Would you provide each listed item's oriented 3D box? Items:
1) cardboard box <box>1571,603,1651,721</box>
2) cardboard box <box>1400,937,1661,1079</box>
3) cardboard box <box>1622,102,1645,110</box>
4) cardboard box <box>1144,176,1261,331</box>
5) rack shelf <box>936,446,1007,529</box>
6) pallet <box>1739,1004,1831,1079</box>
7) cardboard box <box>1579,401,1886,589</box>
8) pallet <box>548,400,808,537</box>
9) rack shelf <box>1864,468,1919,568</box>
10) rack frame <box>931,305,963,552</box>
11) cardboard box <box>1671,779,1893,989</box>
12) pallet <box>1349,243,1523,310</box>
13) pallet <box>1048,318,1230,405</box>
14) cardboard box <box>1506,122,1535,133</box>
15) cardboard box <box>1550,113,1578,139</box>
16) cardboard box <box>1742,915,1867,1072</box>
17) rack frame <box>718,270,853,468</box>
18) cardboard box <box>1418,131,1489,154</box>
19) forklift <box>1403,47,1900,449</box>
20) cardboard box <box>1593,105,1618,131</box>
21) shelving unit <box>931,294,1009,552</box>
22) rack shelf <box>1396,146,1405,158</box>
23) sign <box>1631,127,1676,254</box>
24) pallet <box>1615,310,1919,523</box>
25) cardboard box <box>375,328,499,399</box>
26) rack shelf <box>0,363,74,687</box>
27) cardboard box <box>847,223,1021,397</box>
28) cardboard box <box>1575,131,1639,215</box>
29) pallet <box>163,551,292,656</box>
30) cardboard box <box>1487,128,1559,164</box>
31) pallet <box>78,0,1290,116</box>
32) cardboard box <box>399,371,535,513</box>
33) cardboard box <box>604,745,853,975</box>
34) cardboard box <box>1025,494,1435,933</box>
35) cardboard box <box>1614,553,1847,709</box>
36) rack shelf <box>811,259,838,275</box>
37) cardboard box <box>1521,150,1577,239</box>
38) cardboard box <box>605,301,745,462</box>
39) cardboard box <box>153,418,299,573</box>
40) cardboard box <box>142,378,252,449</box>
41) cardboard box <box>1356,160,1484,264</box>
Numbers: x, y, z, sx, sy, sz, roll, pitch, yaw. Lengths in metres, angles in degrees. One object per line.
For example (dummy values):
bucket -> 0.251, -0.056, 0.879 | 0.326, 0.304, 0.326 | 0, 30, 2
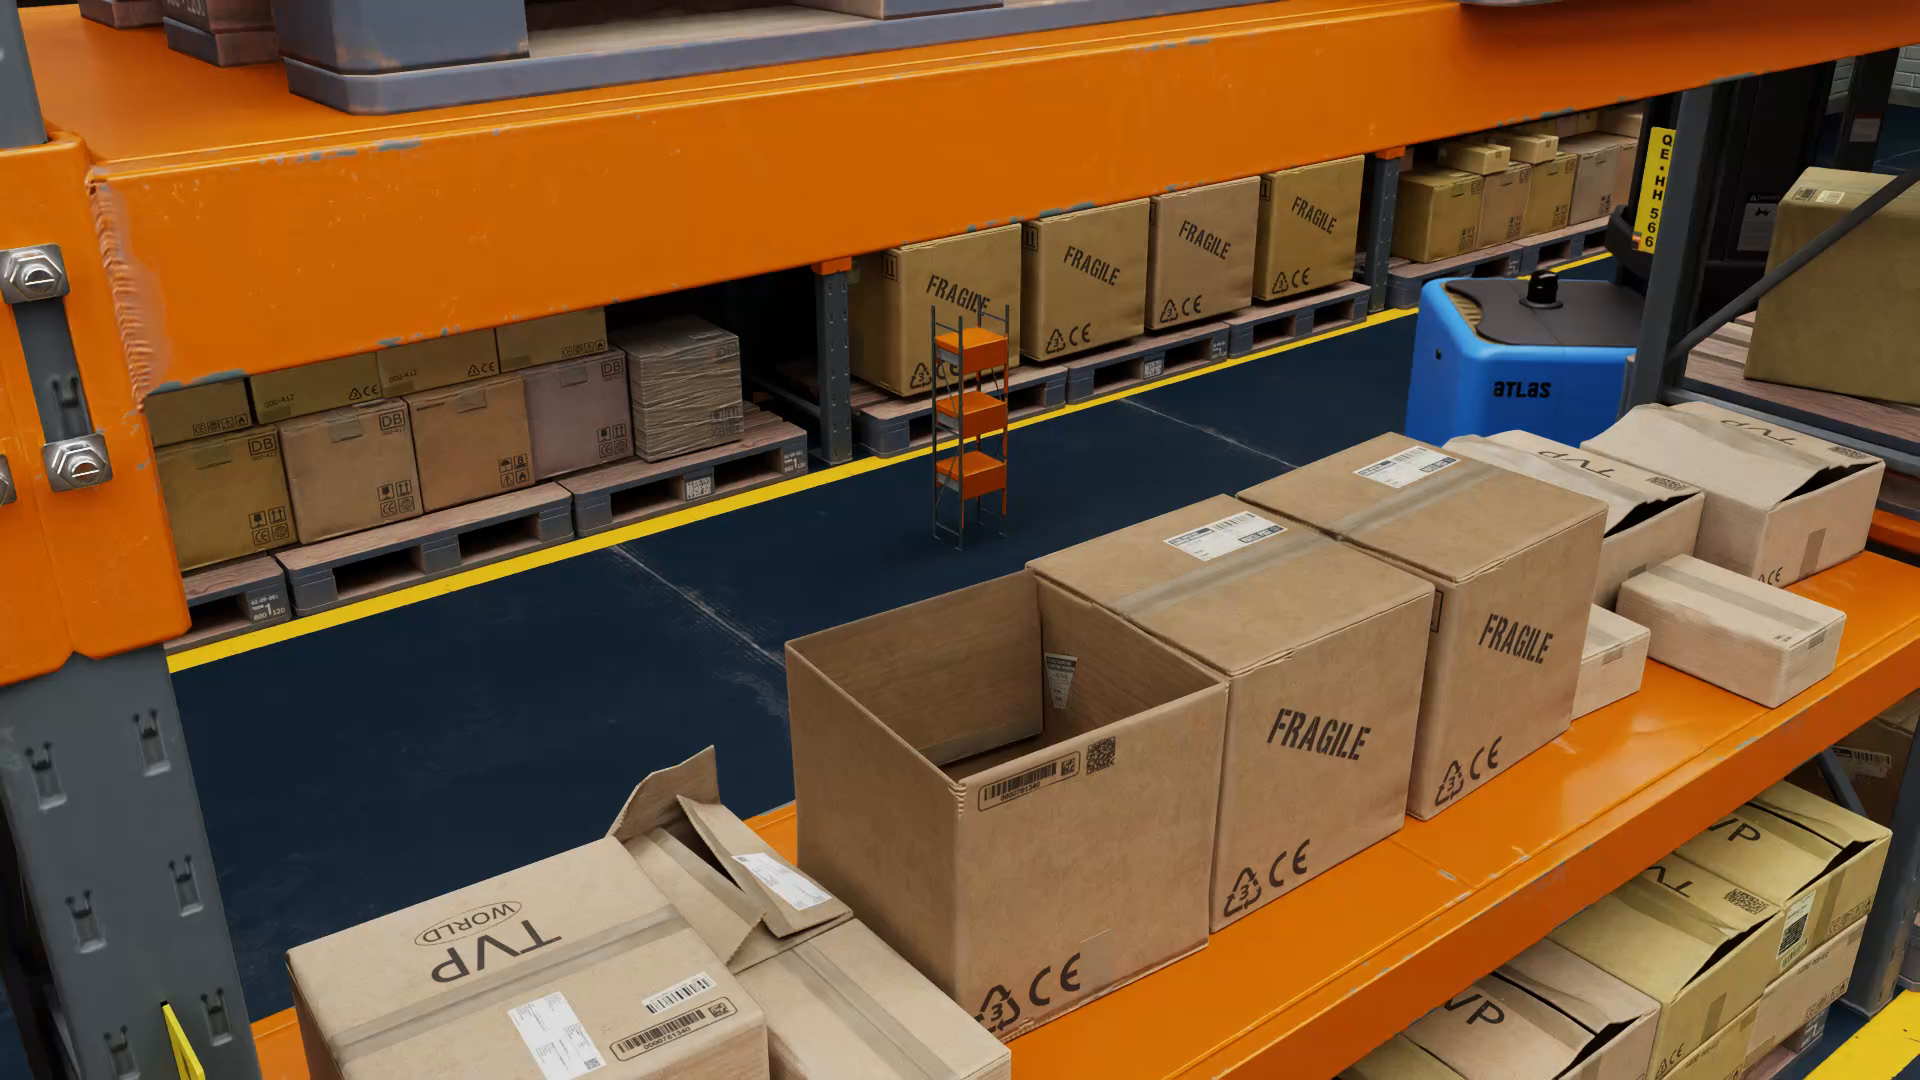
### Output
cardboard box -> 1.215, 0.213, 3.526 | 0.250, 0.149, 0.380 | -16, 29, -30
cardboard box -> 1.120, 1.037, 3.554 | 0.500, 0.311, 0.500 | -18, 31, -34
cardboard box -> 4.942, -3.011, 11.875 | 0.250, 0.149, 0.380 | -19, 31, -35
cardboard box -> 1.143, -1.701, 9.408 | 0.750, 0.750, 0.750 | -17, 30, -33
rack shelf -> 0.042, -0.228, 7.180 | 0.240, 0.259, 0.215 | -18, 31, -34
pallet -> 1.512, 1.215, 4.381 | 1.213, 0.211, 1.003 | -18, 31, -34
cardboard box -> 1.871, -0.130, 4.073 | 0.500, 0.311, 0.500 | -16, 29, -31
pallet -> -1.492, -0.423, 7.911 | 1.213, 0.211, 1.003 | -18, 31, -34
rack shelf -> 3.758, -0.444, 5.498 | 4.000, 0.370, 1.077 | -18, 31, -34
rack frame -> -0.054, -0.458, 6.991 | 0.008, 1.050, 0.200 | -18, 31, -34
cardboard box -> 1.924, 0.769, 4.130 | 0.500, 0.311, 0.500 | -17, 30, -33
pallet -> 2.918, -1.837, 10.956 | 1.213, 0.211, 1.003 | -18, 31, -34
pallet -> 0.750, -1.121, 9.414 | 1.213, 0.211, 1.003 | -18, 31, -34
cardboard box -> 3.709, -2.808, 11.437 | 0.250, 0.149, 0.380 | -19, 31, -35
cardboard box -> 4.110, -2.940, 11.723 | 0.250, 0.149, 0.380 | -18, 30, -33
cardboard box -> 1.920, 1.024, 4.249 | 0.500, 0.250, 0.500 | -17, 30, -33
rack frame -> -0.876, -1.891, 7.761 | 0.127, 3.000, 1.000 | -18, 31, -34
cardboard box -> 3.307, -2.675, 11.151 | 0.250, 0.149, 0.380 | -19, 31, -36
forklift -> 3.442, -1.245, 6.452 | 3.031, 2.935, 1.130 | 2, 25, 3
cardboard box -> 4.507, -3.072, 12.005 | 0.250, 0.149, 0.380 | -18, 30, -34
shelving unit -> 0.042, -0.490, 7.059 | 0.252, 1.050, 0.215 | -18, 31, -34
rack shelf -> 3.846, -3.123, 11.270 | 4.000, 0.370, 1.077 | -18, 31, -34
sign -> 1.841, -0.917, 4.382 | 0.005, 0.325, 0.100 | -18, 31, -34
pallet -> 2.674, -0.363, 4.697 | 1.003, 0.211, 1.213 | -18, 31, -34
cardboard box -> -2.299, -0.830, 7.031 | 0.500, 0.250, 0.500 | -18, 31, -34
rack shelf -> -2.538, 0.274, 0.389 | 4.000, 0.370, 1.077 | -18, 31, -34
cardboard box -> -0.216, -1.254, 8.443 | 0.750, 0.750, 0.750 | -19, 31, -35
cardboard box -> 4.537, -2.681, 11.933 | 0.500, 0.500, 0.700 | -18, 31, -34
pallet -> -3.412, 0.210, 6.546 | 1.213, 0.211, 1.003 | -18, 31, -34
cardboard box -> 3.716, -2.605, 11.000 | 0.250, 0.149, 0.380 | -19, 31, -35
pallet -> -0.278, -0.719, 1.900 | 1.217, 0.209, 0.805 | -20, 31, -36
cardboard box -> -2.261, -0.518, 7.250 | 0.500, 0.500, 0.700 | -18, 31, -34
cardboard box -> -0.385, 0.560, 2.640 | 0.258, 0.266, 0.396 | -19, 31, -35
cardboard box -> 0.459, 0.282, 2.960 | 0.500, 0.500, 0.500 | -18, 30, -34
cardboard box -> 1.647, 0.188, 3.579 | 0.250, 0.149, 0.380 | -18, 31, -34
rack shelf -> -2.450, -1.045, 6.793 | 4.000, 0.370, 1.077 | -18, 31, -34
cardboard box -> 3.726, -2.409, 11.347 | 0.500, 0.500, 0.700 | -17, 30, -33
cardboard box -> -1.410, -0.752, 7.754 | 0.500, 0.500, 0.700 | -18, 30, -33
cardboard box -> -3.079, -0.265, 6.704 | 0.500, 0.500, 0.700 | -19, 31, -35
cardboard box -> -3.110, -0.570, 6.470 | 0.500, 0.250, 0.500 | -19, 31, -35
cardboard box -> 2.924, -2.147, 10.783 | 0.500, 0.500, 0.700 | -18, 30, -33
